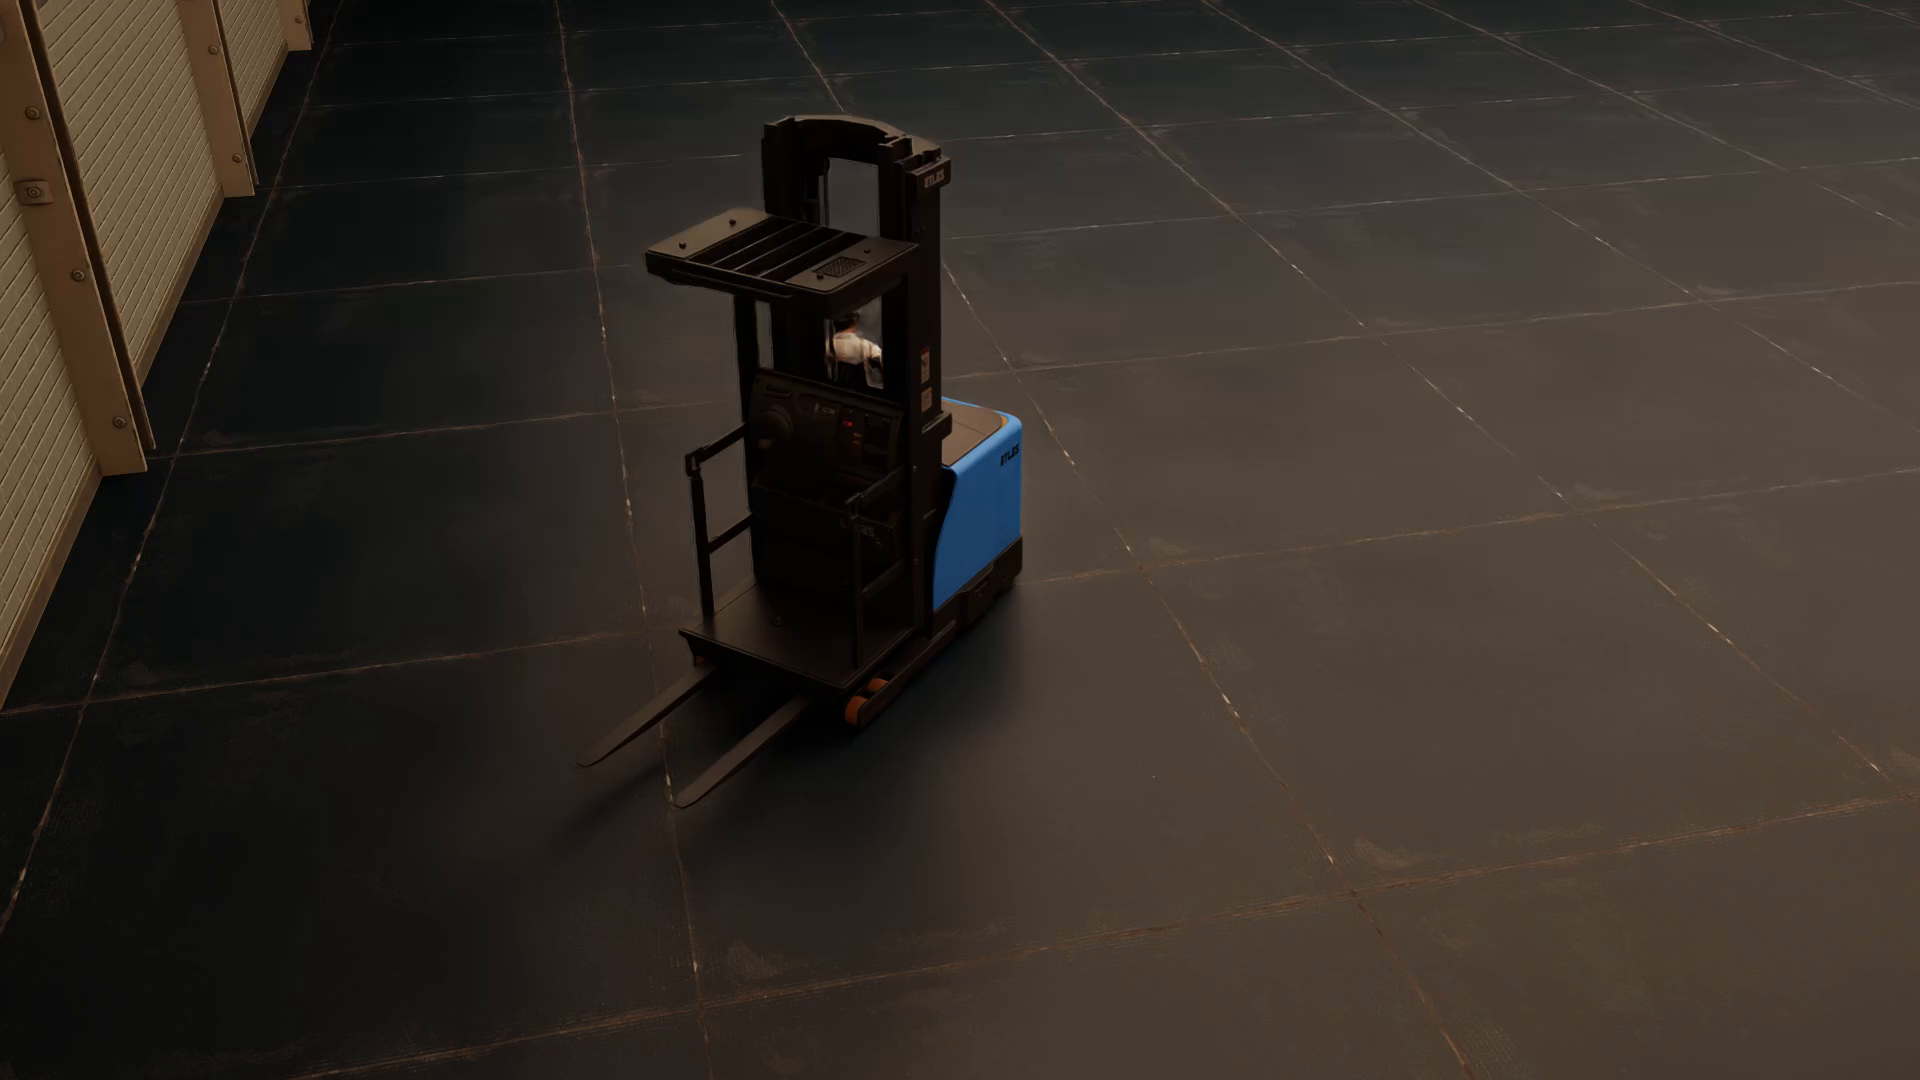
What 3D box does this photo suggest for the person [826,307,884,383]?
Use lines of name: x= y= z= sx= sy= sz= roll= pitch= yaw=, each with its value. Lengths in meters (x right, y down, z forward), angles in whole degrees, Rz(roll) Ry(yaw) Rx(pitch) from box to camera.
person: x=-0.733 y=-0.880 z=10.567 sx=1.209 sy=1.489 sz=0.810 roll=2 pitch=30 yaw=3

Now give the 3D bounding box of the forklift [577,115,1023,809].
forklift: x=-0.816 y=-0.542 z=8.512 sx=1.130 sy=2.935 sz=3.031 roll=17 pitch=34 yaw=27
